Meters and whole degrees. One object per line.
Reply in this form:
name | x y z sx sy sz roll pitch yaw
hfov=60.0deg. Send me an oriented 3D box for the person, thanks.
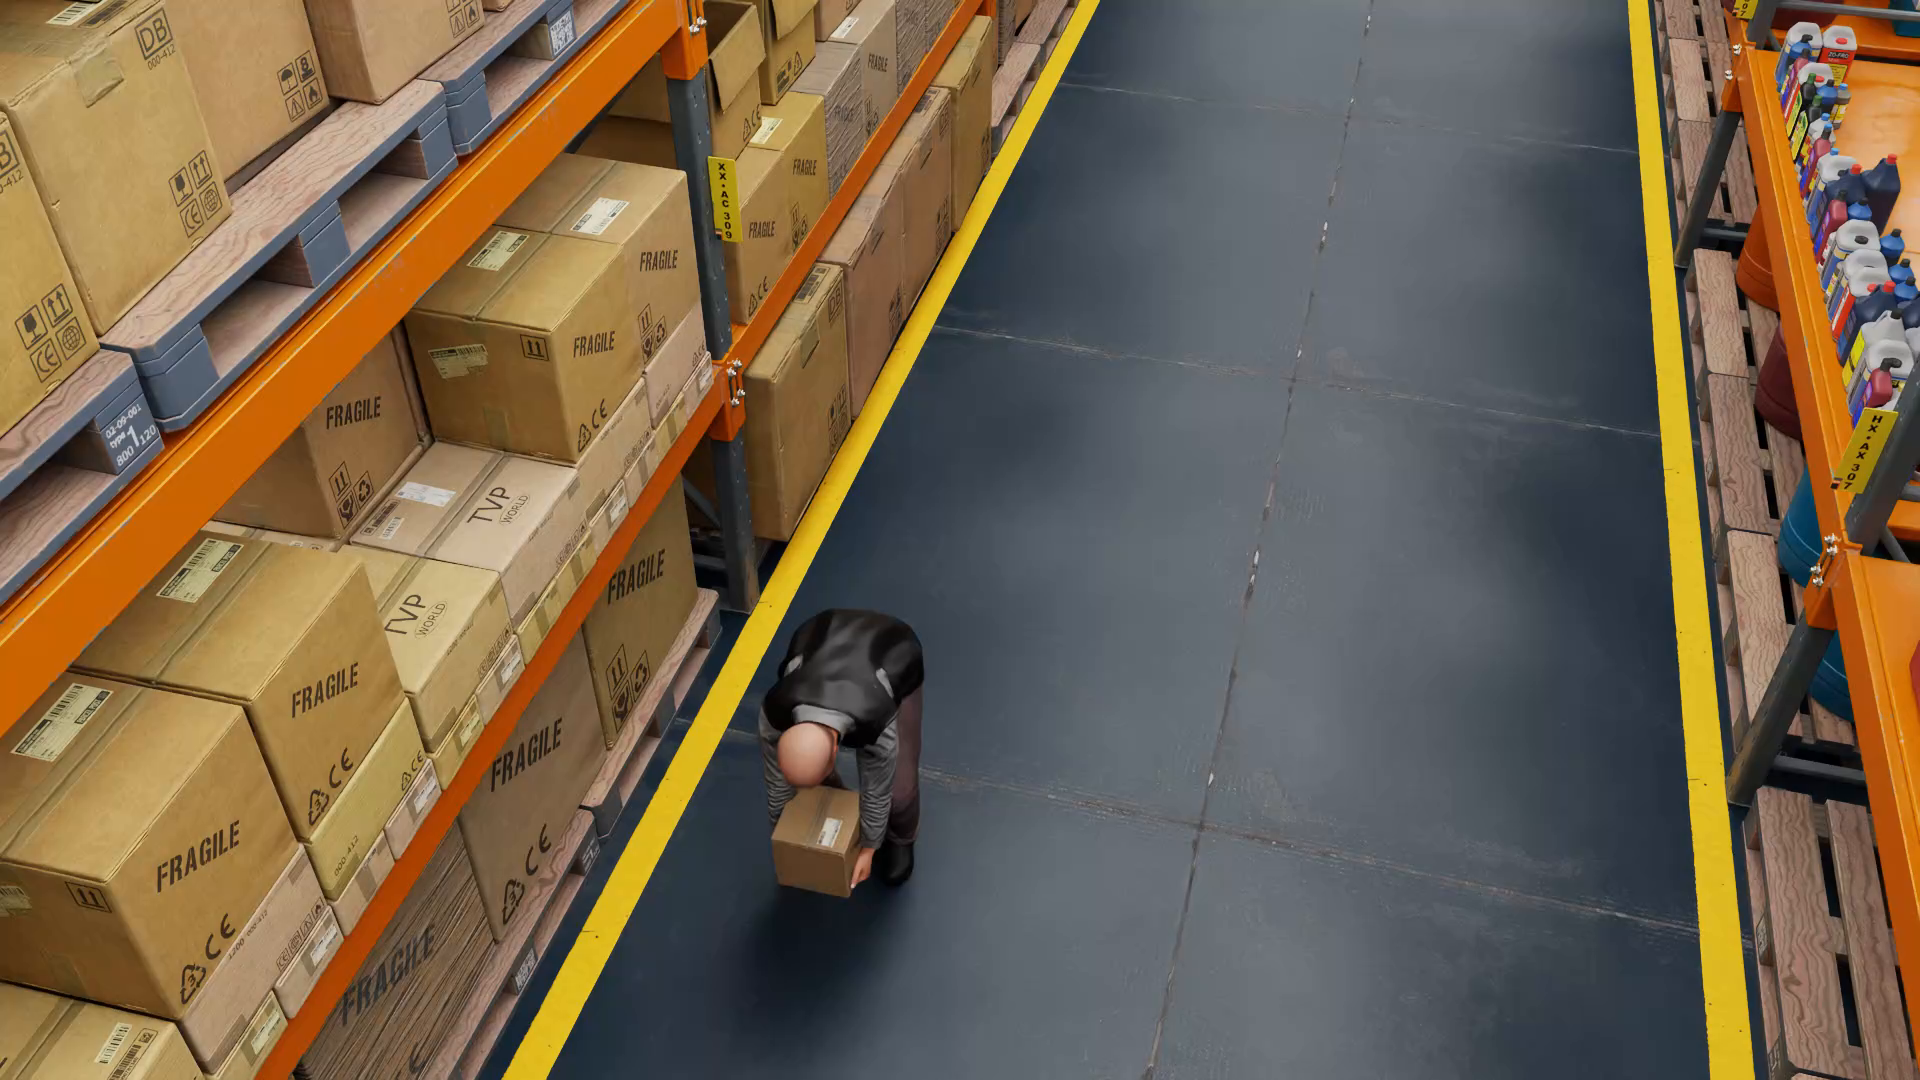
person | -0.396 0.803 5.634 0.479 1.216 0.926 8 41 10
